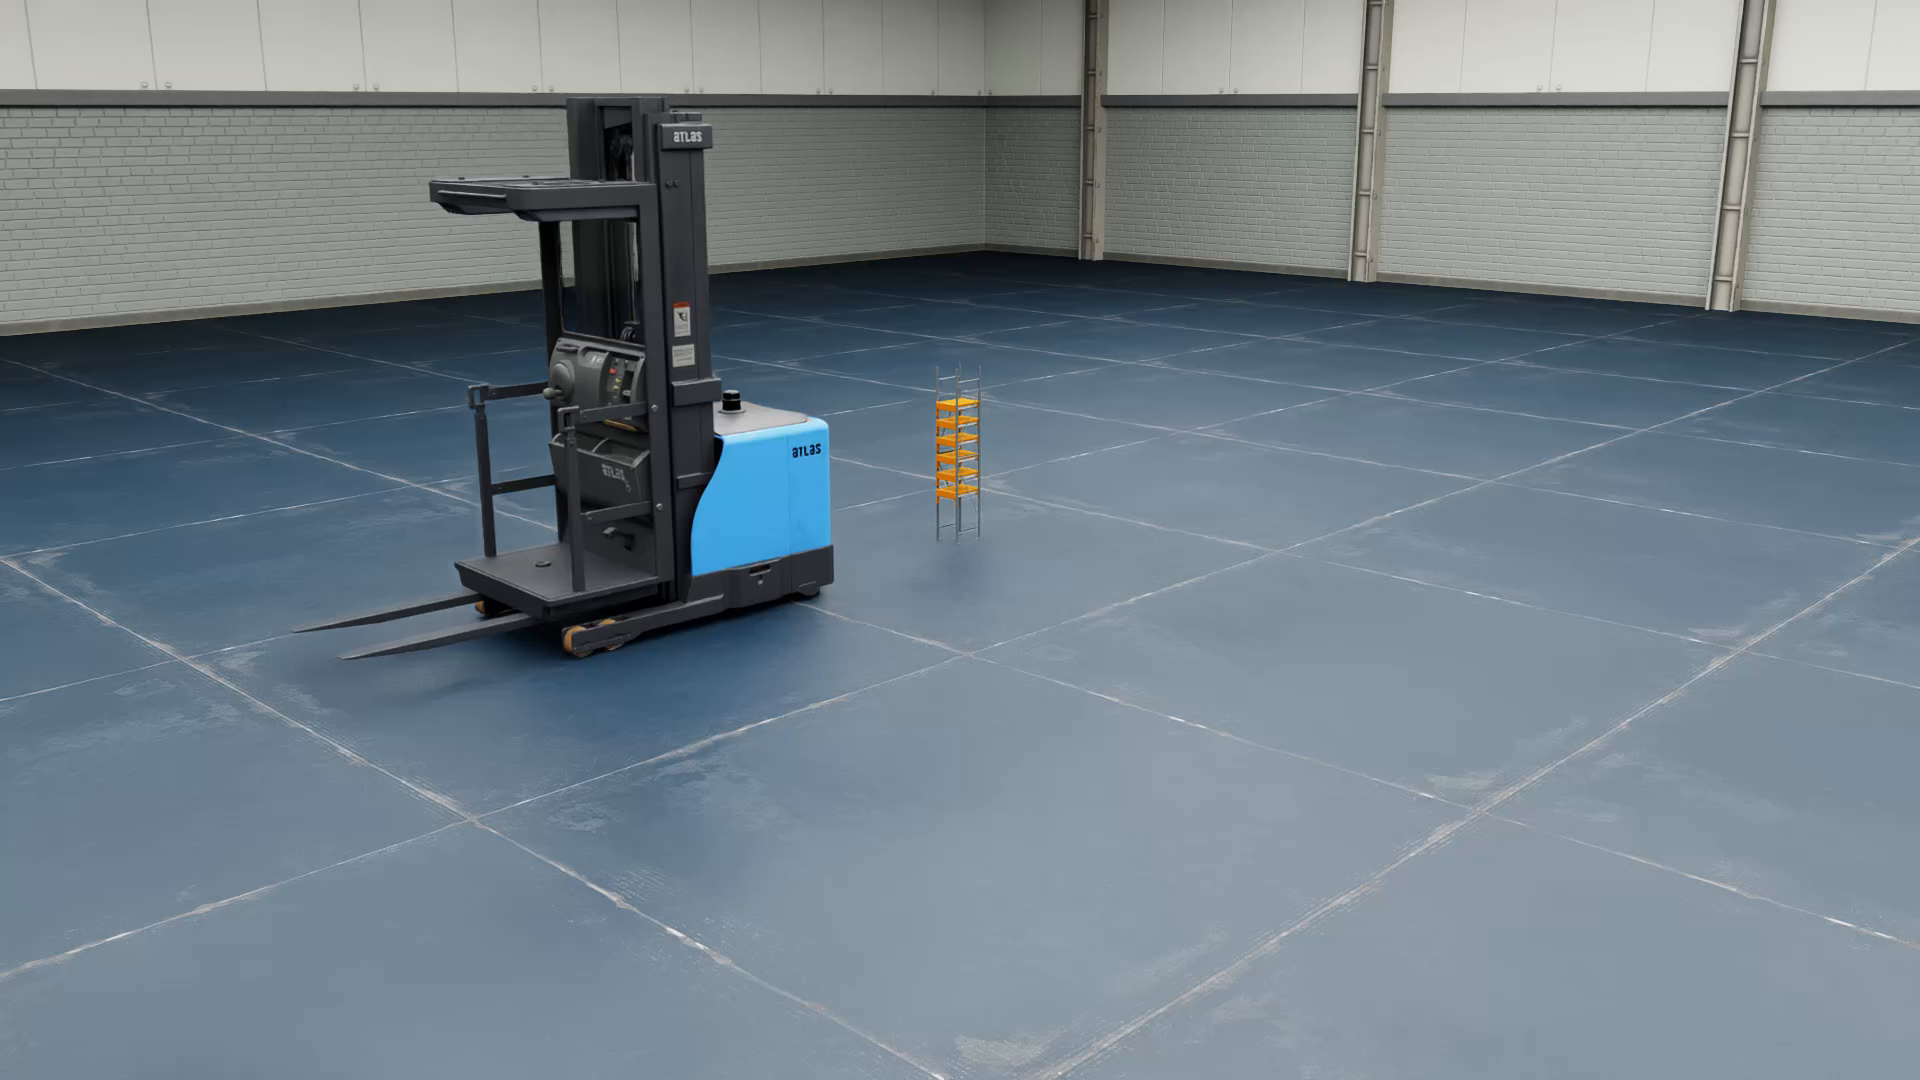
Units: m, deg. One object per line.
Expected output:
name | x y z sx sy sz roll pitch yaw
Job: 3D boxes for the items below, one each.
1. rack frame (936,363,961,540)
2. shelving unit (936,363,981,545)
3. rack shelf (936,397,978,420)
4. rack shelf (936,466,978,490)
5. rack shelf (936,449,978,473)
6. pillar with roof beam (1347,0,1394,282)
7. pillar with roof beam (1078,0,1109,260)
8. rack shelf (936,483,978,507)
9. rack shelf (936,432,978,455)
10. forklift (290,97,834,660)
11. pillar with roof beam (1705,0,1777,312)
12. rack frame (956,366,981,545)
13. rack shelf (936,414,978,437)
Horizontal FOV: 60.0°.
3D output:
rack frame | -0.076 -0.599 11.352 0.006 1.200 0.240 14 20 42
shelving unit | -0.010 -0.583 11.291 0.189 1.200 0.258 14 20 42
rack shelf | -0.010 -0.889 11.211 0.180 0.103 0.258 14 20 42
rack shelf | -0.010 -0.424 11.332 0.180 0.103 0.258 14 20 42
rack shelf | -0.010 -0.540 11.302 0.180 0.103 0.258 14 20 42
pillar with roof beam | 3.891 -8.007 24.315 0.400 9.000 9.100 14 20 42
pillar with roof beam | -0.429 -9.057 28.345 0.400 9.000 9.100 14 20 42
rack shelf | -0.010 -0.308 11.362 0.180 0.103 0.258 14 20 42
rack shelf | -0.010 -0.656 11.271 0.180 0.103 0.258 14 20 42
forklift | -2.192 -0.931 9.192 3.031 2.935 1.130 -13 20 -41
pillar with roof beam | 8.210 -6.957 20.285 0.400 9.000 9.100 14 20 42
rack frame | 0.055 -0.567 11.229 0.006 1.200 0.240 14 20 42
rack shelf | -0.010 -0.772 11.241 0.180 0.103 0.258 14 20 42
